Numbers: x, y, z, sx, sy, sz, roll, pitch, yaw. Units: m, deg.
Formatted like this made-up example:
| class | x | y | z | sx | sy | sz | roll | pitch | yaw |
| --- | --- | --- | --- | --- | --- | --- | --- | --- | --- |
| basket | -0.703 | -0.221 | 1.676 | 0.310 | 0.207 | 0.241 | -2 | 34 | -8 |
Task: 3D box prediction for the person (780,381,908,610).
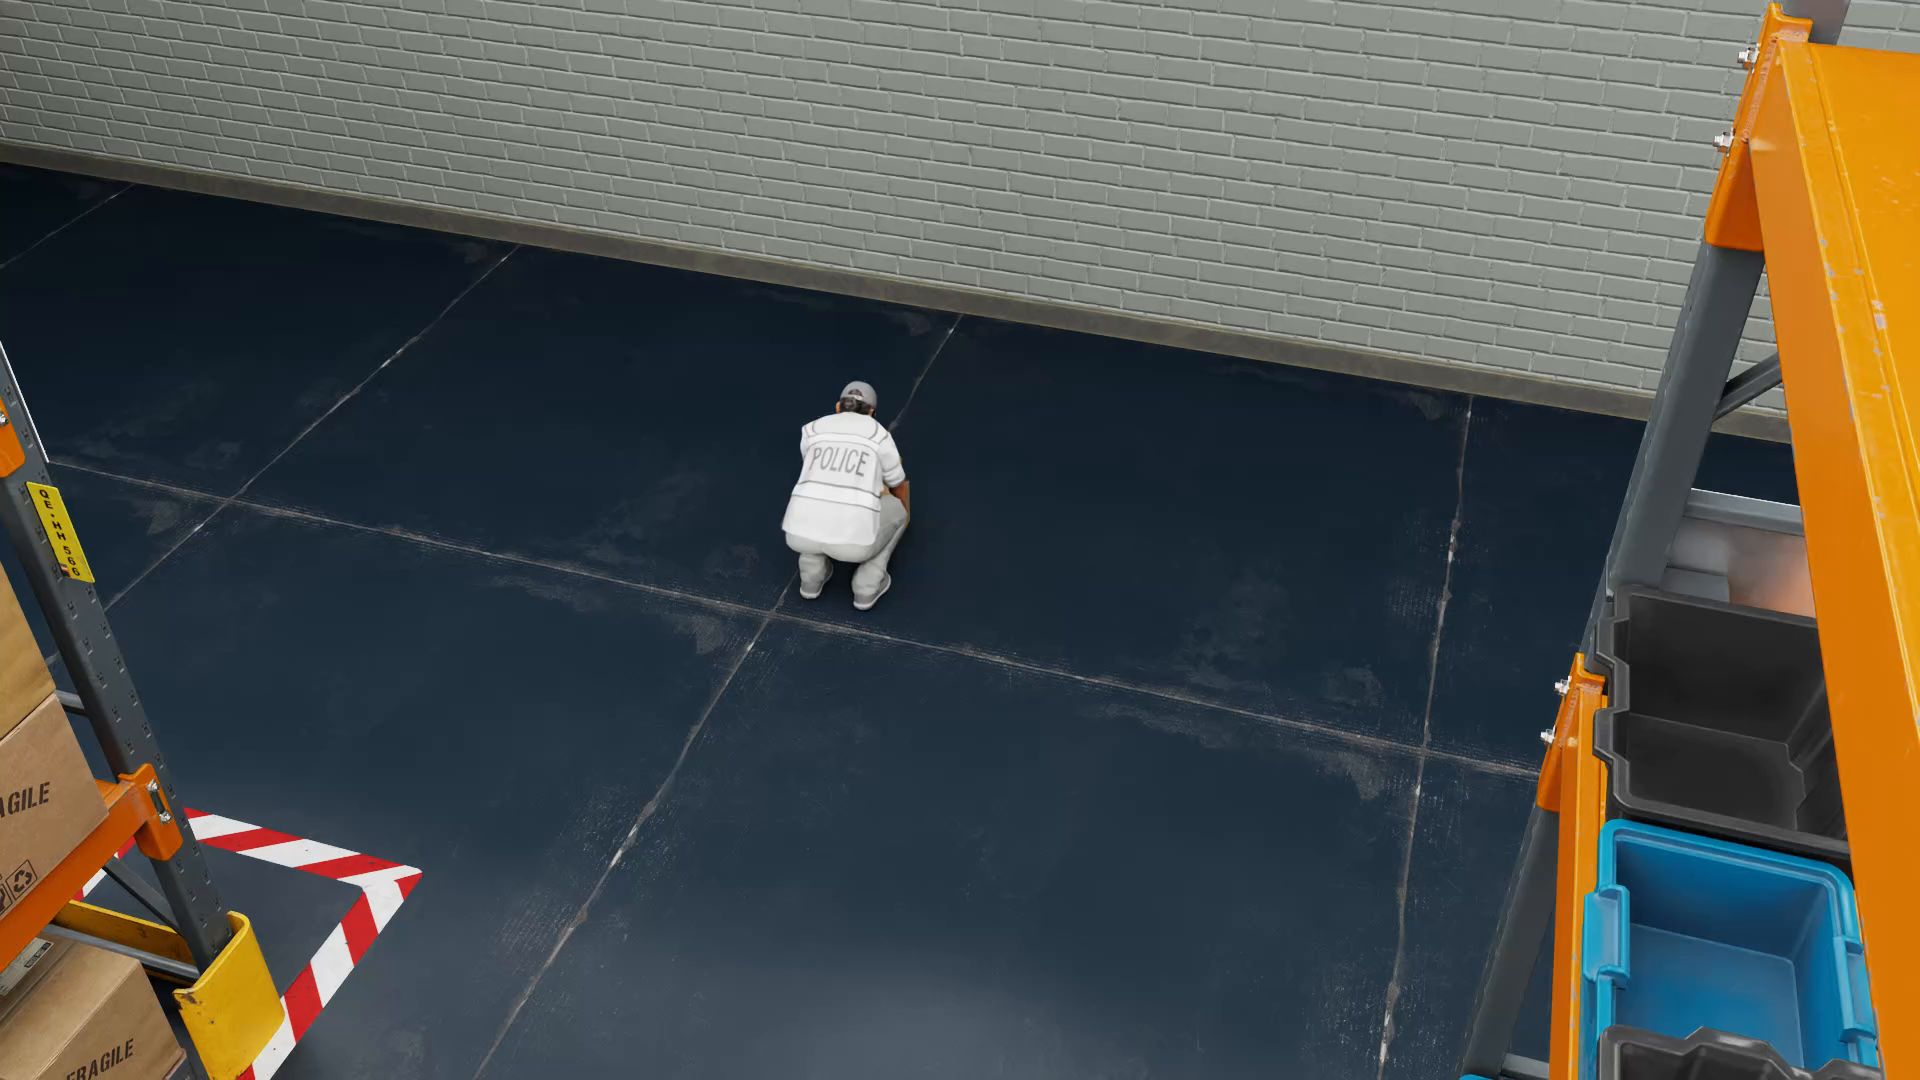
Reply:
| class | x | y | z | sx | sy | sz | roll | pitch | yaw |
| --- | --- | --- | --- | --- | --- | --- | --- | --- | --- |
| person | -0.531 | -0.186 | 7.793 | 0.523 | 0.874 | 0.863 | 11 | 39 | 14 |
